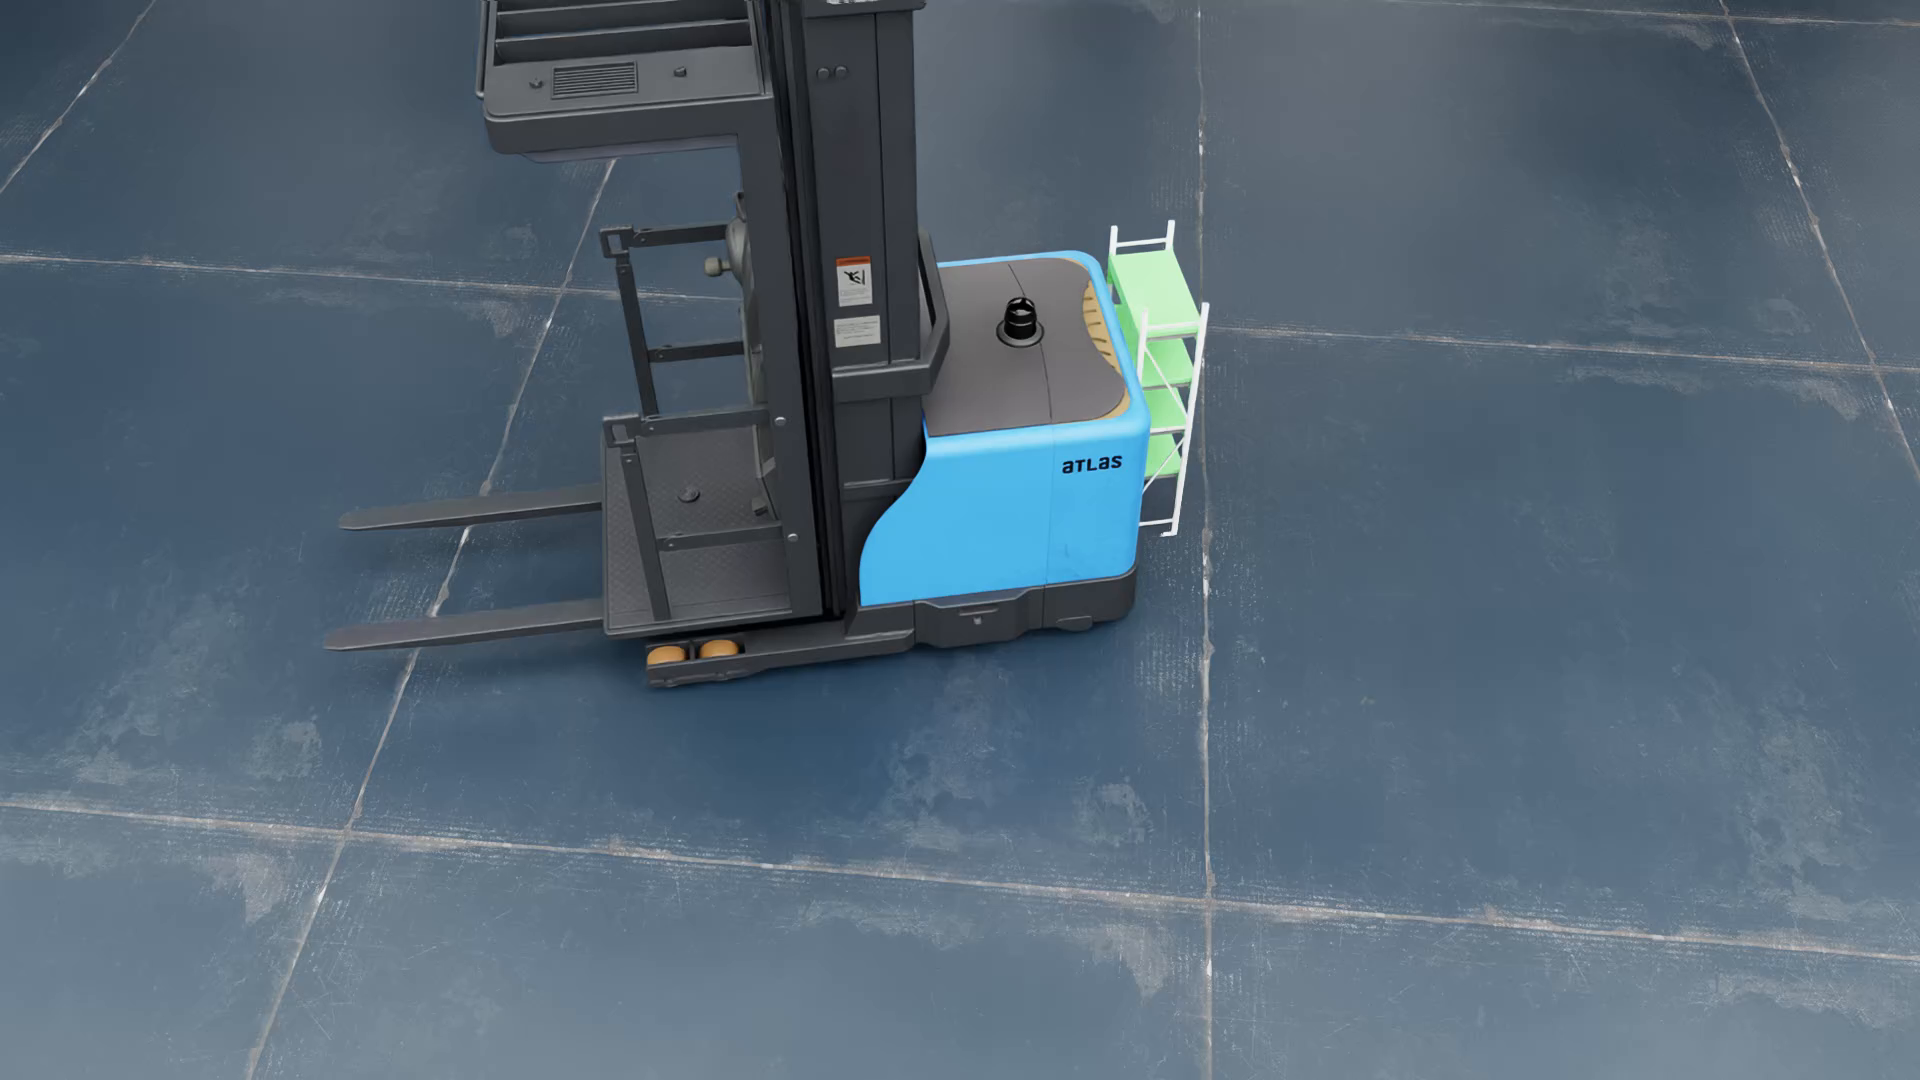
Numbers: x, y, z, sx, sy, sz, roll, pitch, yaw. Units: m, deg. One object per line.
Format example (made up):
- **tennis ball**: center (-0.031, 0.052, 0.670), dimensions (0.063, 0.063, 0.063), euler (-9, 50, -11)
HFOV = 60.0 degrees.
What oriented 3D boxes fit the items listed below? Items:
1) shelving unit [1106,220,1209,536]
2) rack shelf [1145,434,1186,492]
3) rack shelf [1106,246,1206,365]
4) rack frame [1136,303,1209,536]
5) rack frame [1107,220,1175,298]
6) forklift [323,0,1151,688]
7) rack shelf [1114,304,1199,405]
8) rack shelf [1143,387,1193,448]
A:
- **shelving unit**: center (0.723, -0.595, 6.481), dimensions (0.258, 1.200, 0.503), euler (-7, 48, -6)
- **rack shelf**: center (0.723, -0.390, 6.705), dimensions (0.258, 0.148, 0.480), euler (-7, 48, -6)
- **rack shelf**: center (0.723, -0.876, 6.174), dimensions (0.258, 0.148, 0.480), euler (-7, 48, -6)
- **rack frame**: center (0.762, -0.417, 6.318), dimensions (0.240, 1.200, 0.015), euler (-7, 48, -6)
- **rack frame**: center (0.683, -0.772, 6.643), dimensions (0.240, 1.200, 0.015), euler (-7, 48, -6)
- **forklift**: center (-0.889, -0.858, 5.549), dimensions (3.031, 2.935, 1.130), euler (-7, 48, -6)
- **rack shelf**: center (0.723, -0.714, 6.351), dimensions (0.258, 0.148, 0.480), euler (-7, 48, -6)
- **rack shelf**: center (0.723, -0.552, 6.528), dimensions (0.258, 0.148, 0.480), euler (-7, 48, -6)
